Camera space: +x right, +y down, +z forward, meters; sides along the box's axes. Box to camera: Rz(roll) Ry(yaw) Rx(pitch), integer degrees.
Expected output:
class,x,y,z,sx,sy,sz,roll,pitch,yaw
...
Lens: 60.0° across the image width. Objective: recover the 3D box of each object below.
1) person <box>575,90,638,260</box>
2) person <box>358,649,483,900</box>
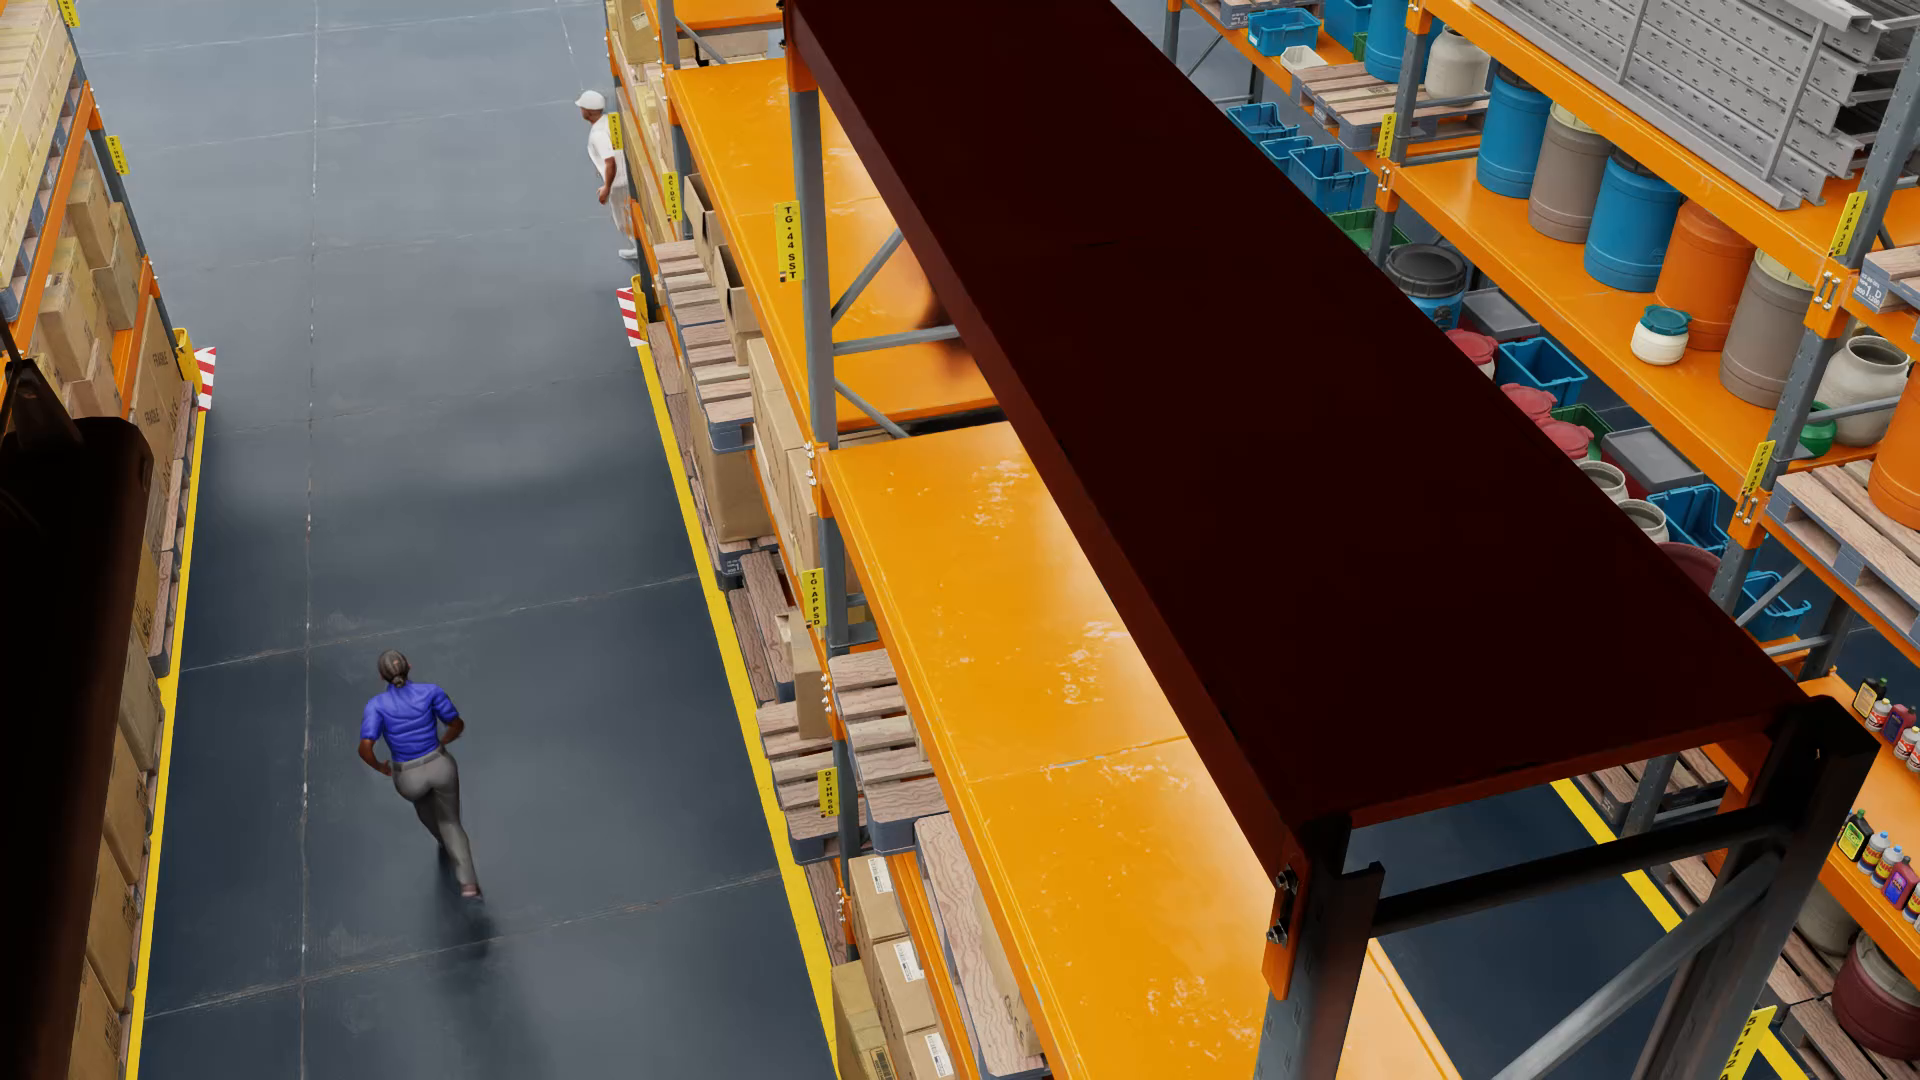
class,x,y,z,sx,sy,sz,roll,pitch,yaw
person,-3.173,-3.427,15.793,0.791,1.702,0.667,2,38,2
person,-3.107,1.474,9.739,0.601,1.601,0.961,-20,43,-24
